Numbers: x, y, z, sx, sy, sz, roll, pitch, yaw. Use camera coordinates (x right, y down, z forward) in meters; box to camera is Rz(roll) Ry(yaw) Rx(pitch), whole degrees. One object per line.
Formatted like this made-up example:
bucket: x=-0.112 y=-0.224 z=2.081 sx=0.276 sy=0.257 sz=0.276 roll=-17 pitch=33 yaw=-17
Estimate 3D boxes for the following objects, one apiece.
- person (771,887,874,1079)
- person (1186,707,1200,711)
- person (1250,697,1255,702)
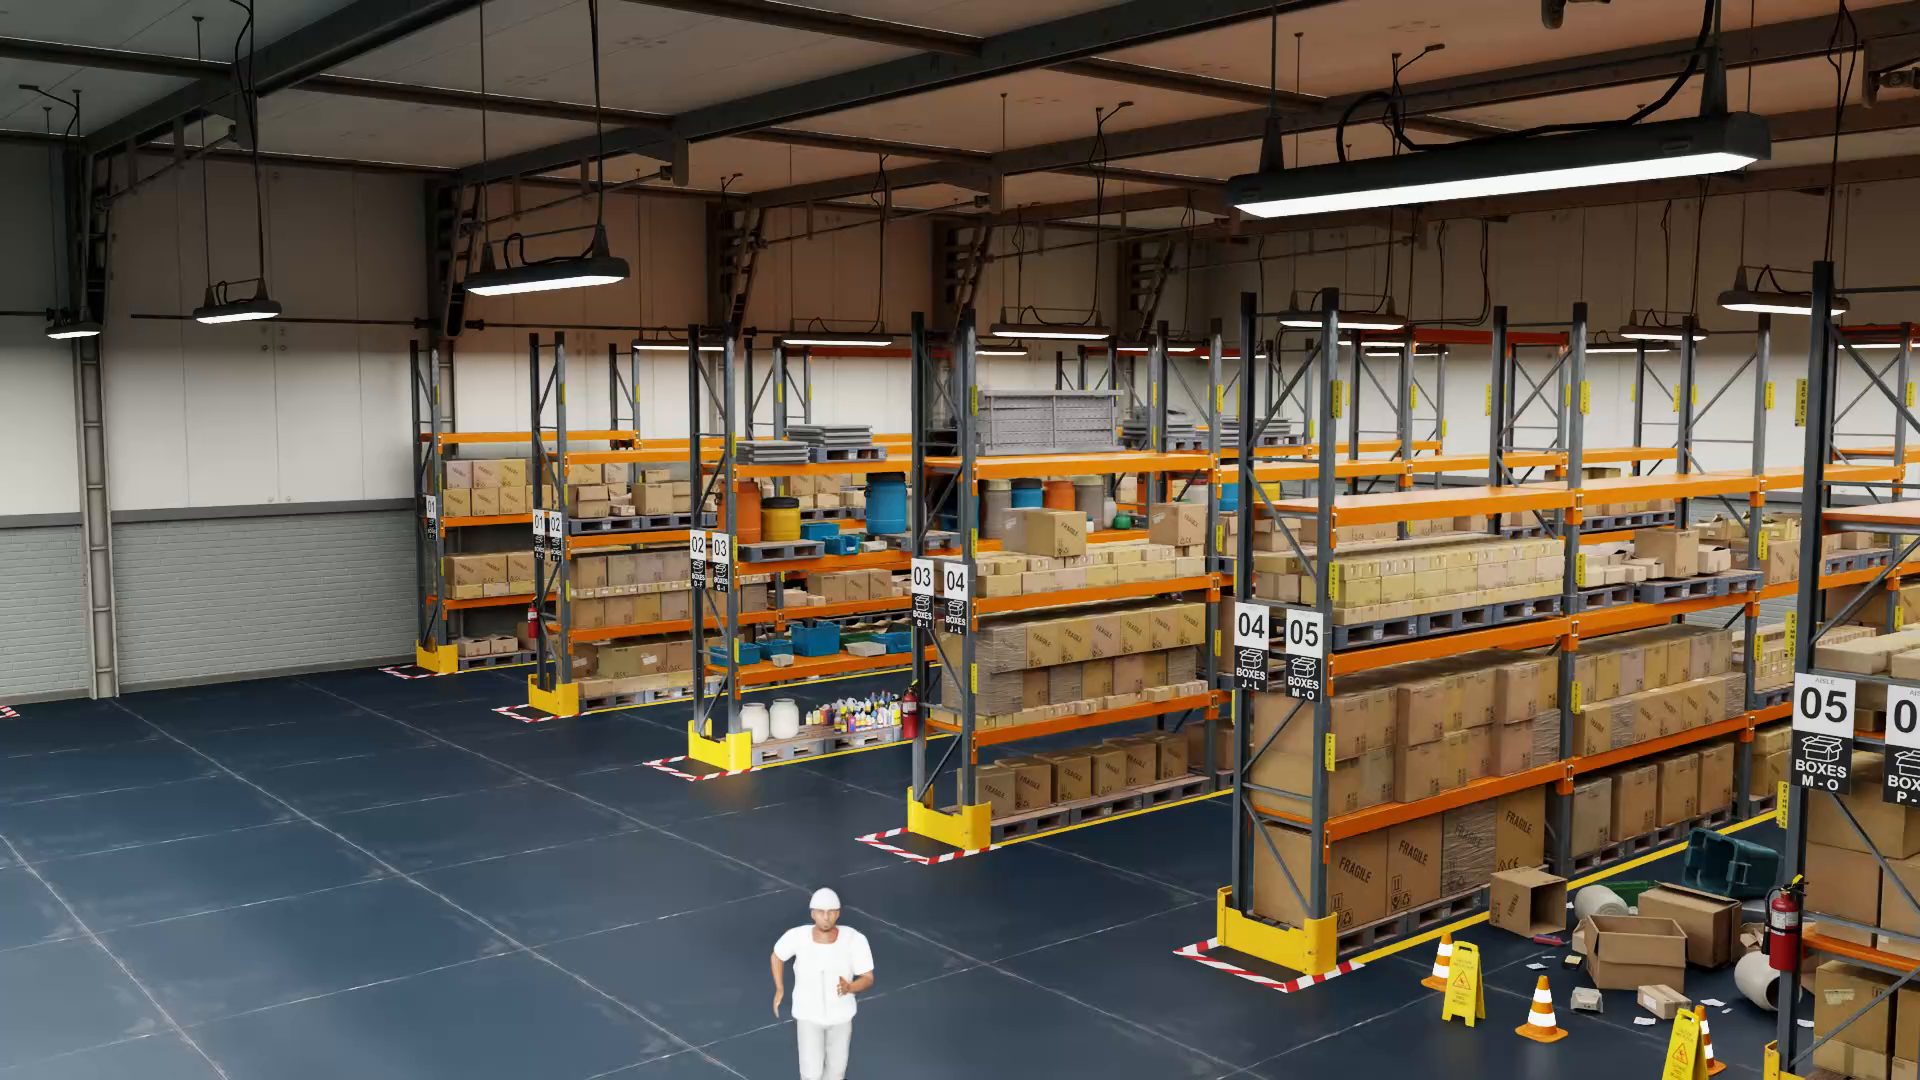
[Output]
person: x=-0.917 y=3.249 z=11.230 sx=0.669 sy=1.828 sz=0.766 roll=-1 pitch=5 yaw=-11
person: x=3.419 y=1.705 z=24.917 sx=0.676 sy=1.748 sz=0.613 roll=4 pitch=6 yaw=35
person: x=4.764 y=1.815 z=26.074 sx=0.703 sy=1.699 sz=1.012 roll=4 pitch=7 yaw=36
